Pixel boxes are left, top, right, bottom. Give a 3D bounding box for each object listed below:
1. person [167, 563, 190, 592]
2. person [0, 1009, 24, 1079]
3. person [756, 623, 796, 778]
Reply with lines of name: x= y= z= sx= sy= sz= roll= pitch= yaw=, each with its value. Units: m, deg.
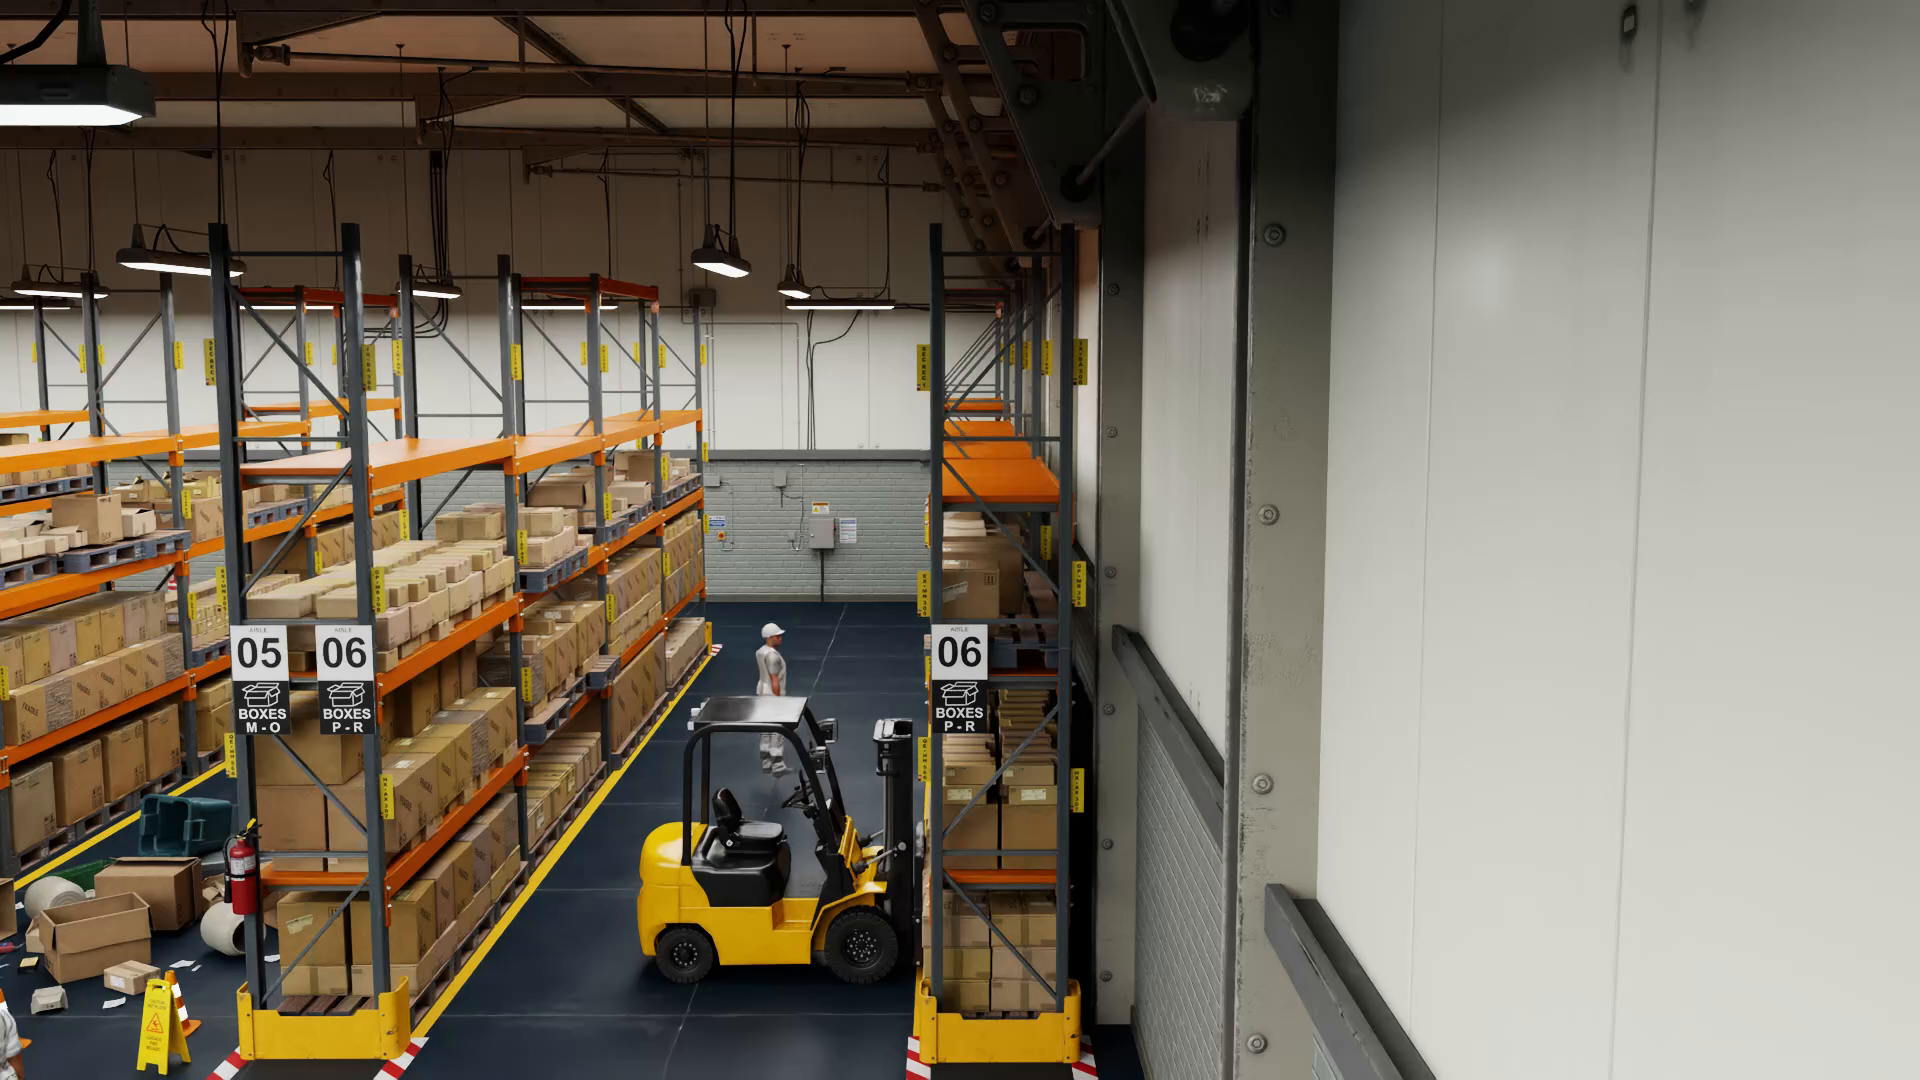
person: x=-13.437 y=0.919 z=28.649 sx=0.375 sy=1.786 sz=0.613 roll=-6 pitch=9 yaw=-42
person: x=-5.547 y=3.260 z=9.395 sx=0.420 sy=1.685 sz=0.557 roll=2 pitch=7 yaw=14
person: x=-2.158 y=1.867 z=19.492 sx=0.412 sy=1.795 sz=0.611 roll=-3 pitch=7 yaw=-25
